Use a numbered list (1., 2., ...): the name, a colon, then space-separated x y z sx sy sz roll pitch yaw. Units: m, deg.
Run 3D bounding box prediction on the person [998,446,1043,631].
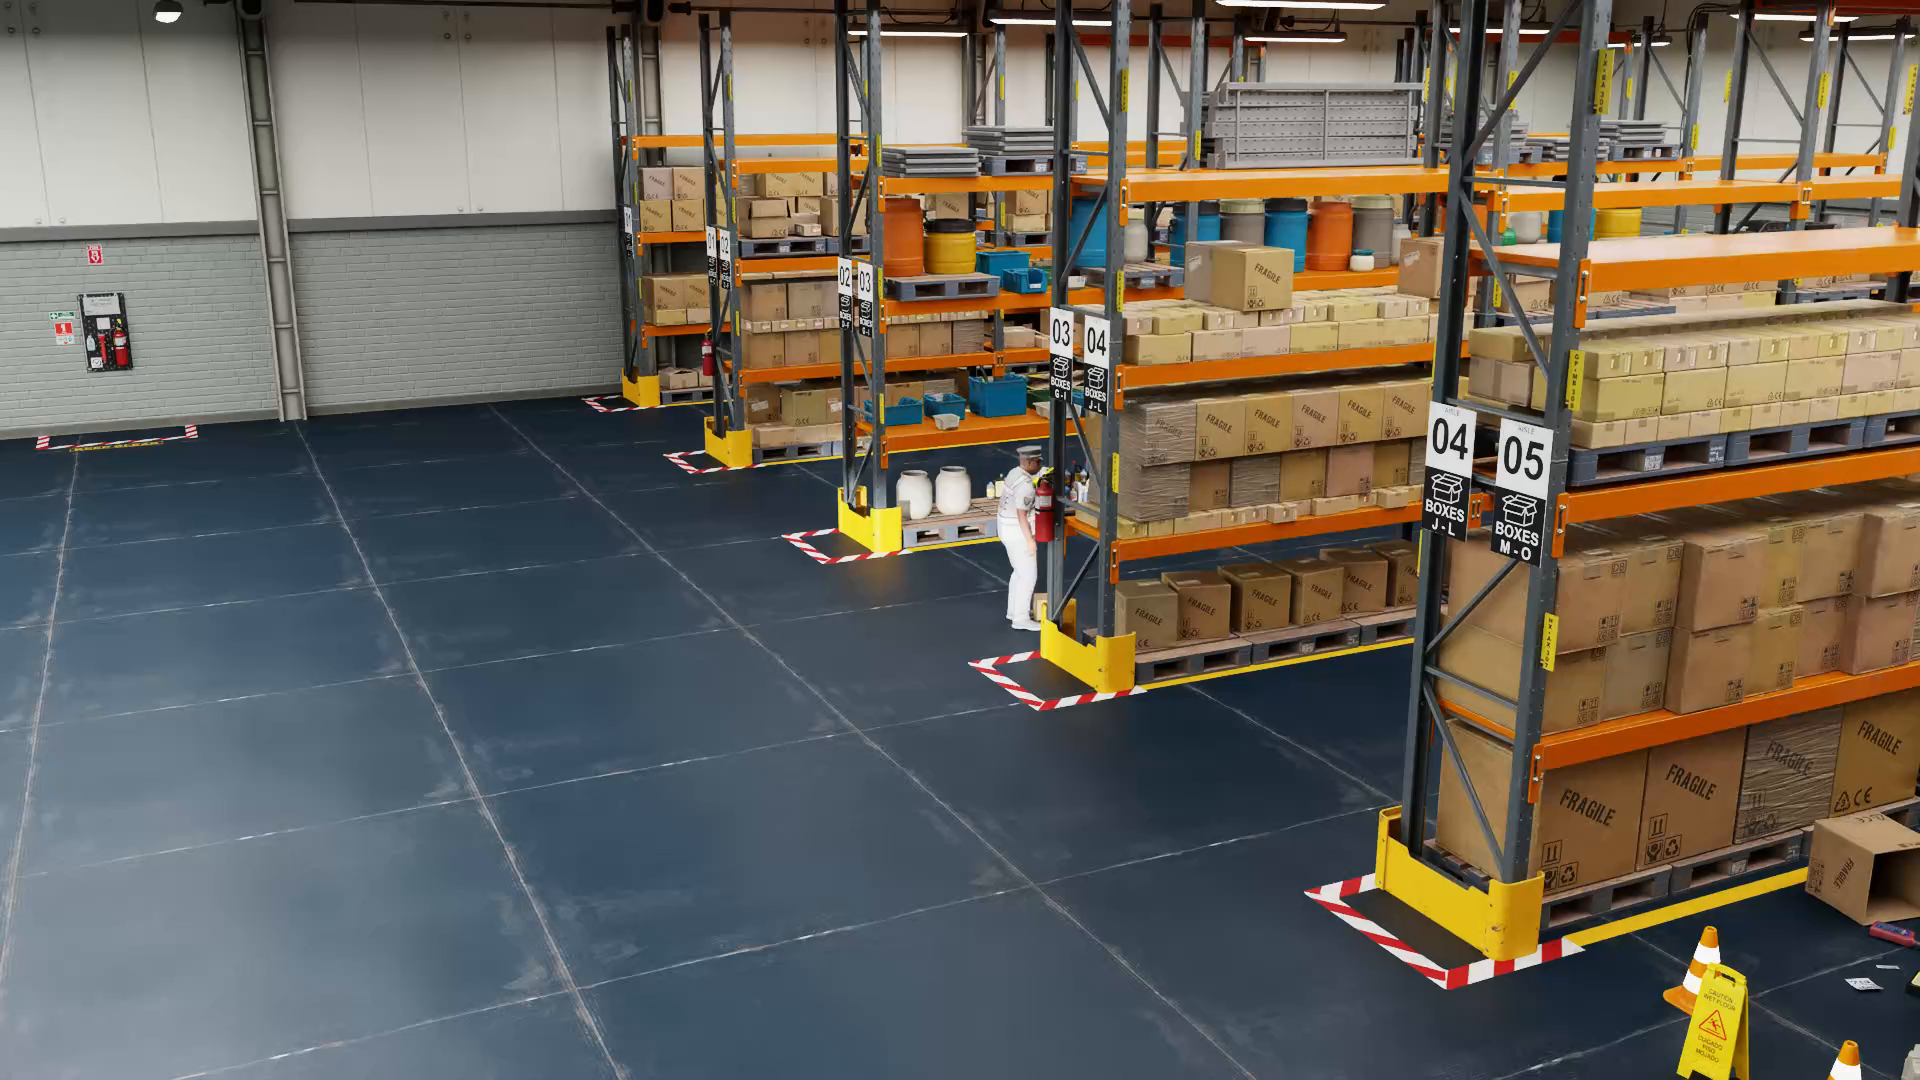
1. person: 0.587 -0.042 15.977 0.435 1.749 0.585 -2 15 -6
